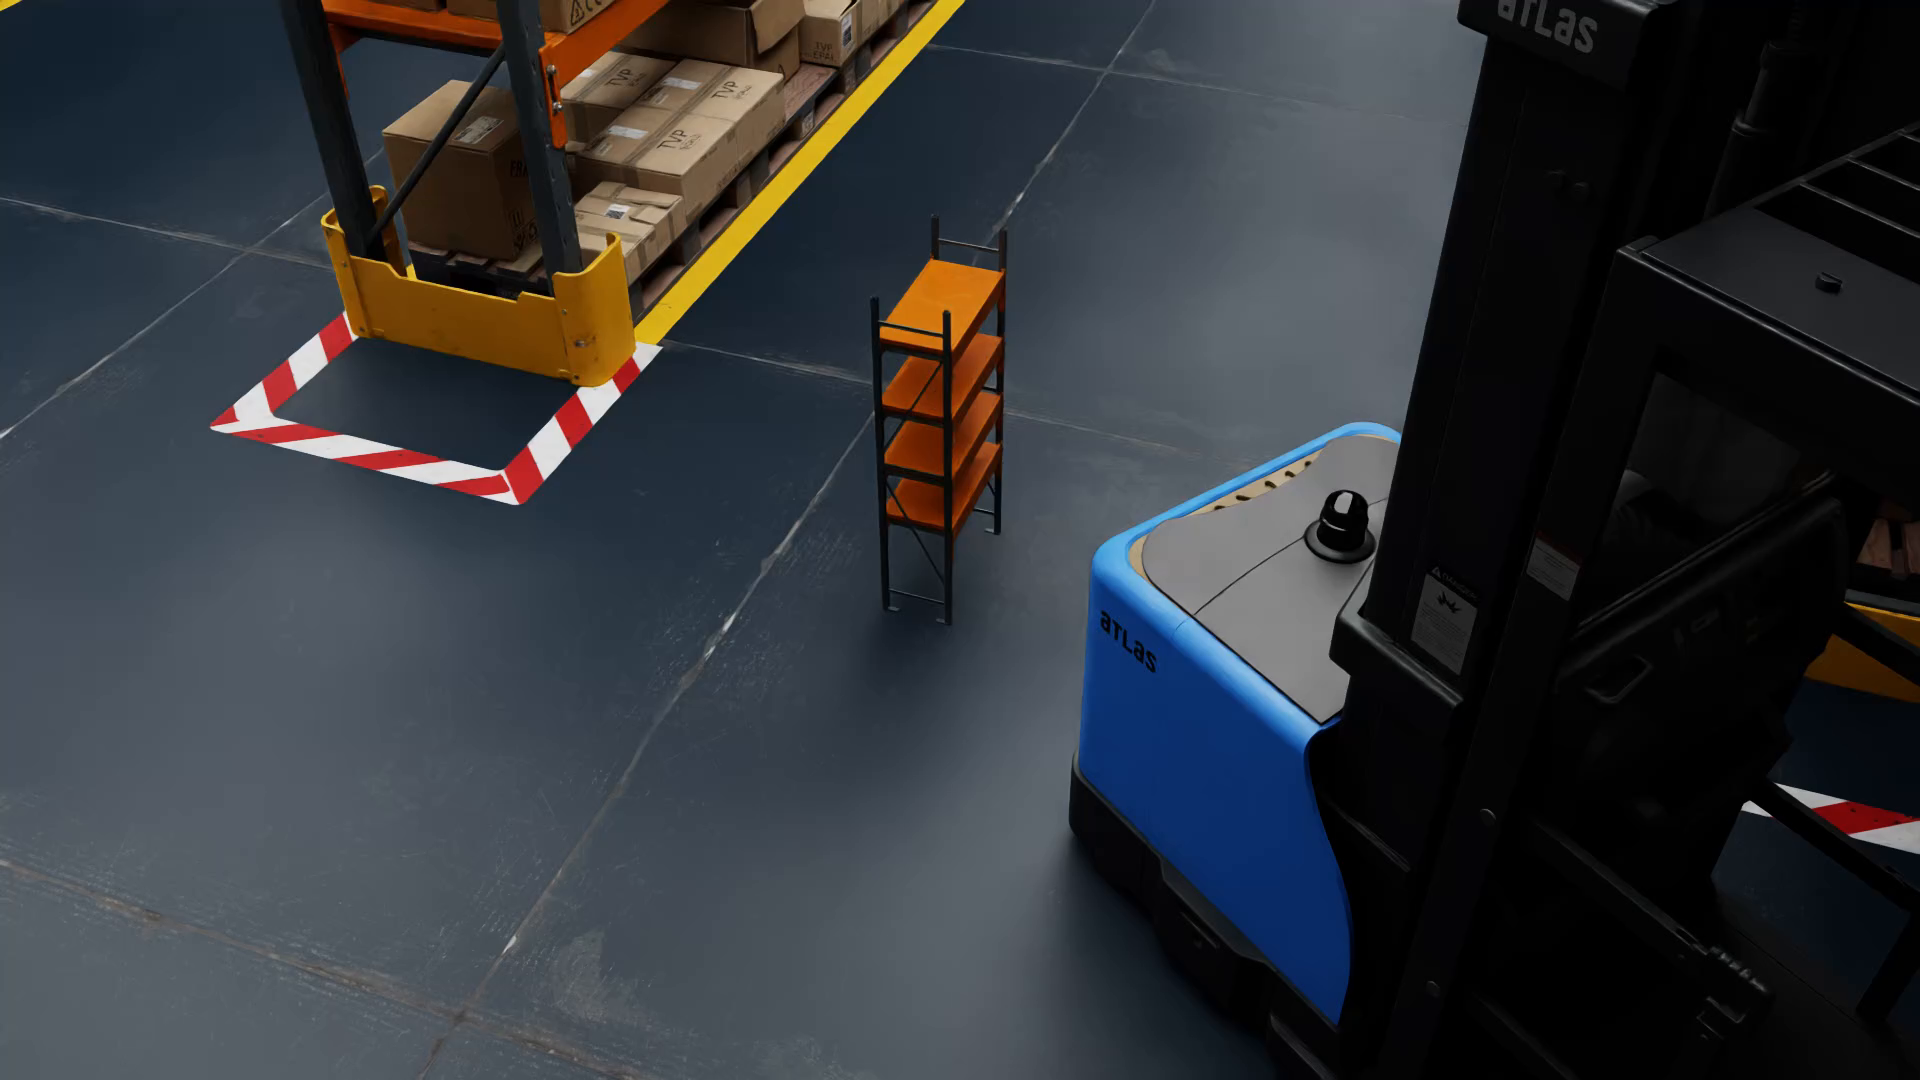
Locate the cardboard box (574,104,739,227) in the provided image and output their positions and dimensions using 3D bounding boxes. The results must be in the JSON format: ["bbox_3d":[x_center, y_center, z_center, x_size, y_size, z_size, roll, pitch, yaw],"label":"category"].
[{"bbox_3d":[-1.285,-1.603,7.097,0.500,0.250,0.500,13,42,15],"label":"cardboard box"}]

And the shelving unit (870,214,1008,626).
[{"bbox_3d":[-0.057,-0.355,5.242,0.258,1.200,0.503,13,42,15],"label":"shelving unit"}]

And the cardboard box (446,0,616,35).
[{"bbox_3d":[-1.509,-2.158,5.892,0.500,0.500,0.500,14,42,16],"label":"cardboard box"}]

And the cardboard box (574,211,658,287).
[{"bbox_3d":[-1.442,-1.170,6.668,0.380,0.149,0.250,13,42,15],"label":"cardboard box"}]

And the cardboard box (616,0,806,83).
[{"bbox_3d":[-1.178,-2.418,7.858,0.797,0.503,0.637,13,42,15],"label":"cardboard box"}]

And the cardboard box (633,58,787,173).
[{"bbox_3d":[-1.114,-1.908,7.455,0.500,0.250,0.500,13,42,15],"label":"cardboard box"}]

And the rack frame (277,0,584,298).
[{"bbox_3d":[-1.908,-1.908,5.675,1.000,3.000,0.127,13,42,15],"label":"rack frame"}]

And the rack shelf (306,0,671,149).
[{"bbox_3d":[-1.225,-2.854,7.339,1.077,0.370,4.000,13,42,15],"label":"rack shelf"}]

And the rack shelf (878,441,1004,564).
[{"bbox_3d":[-0.057,-0.153,5.415,0.258,0.148,0.480,13,42,15],"label":"rack shelf"}]

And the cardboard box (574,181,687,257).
[{"bbox_3d":[-1.357,-1.329,6.841,0.380,0.166,0.250,13,42,15],"label":"cardboard box"}]

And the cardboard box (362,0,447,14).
[{"bbox_3d":[-2.011,-2.280,6.034,0.500,0.500,0.500,15,43,16],"label":"cardboard box"}]

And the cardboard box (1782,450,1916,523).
[{"bbox_3d":[2.893,-0.469,5.591,0.700,0.500,0.500,13,42,15],"label":"cardboard box"}]

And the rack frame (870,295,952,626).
[{"bbox_3d":[-0.140,-0.207,5.068,0.240,1.200,0.015,13,42,15],"label":"rack frame"}]

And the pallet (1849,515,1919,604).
[{"bbox_3d":[2.948,-0.255,5.887,1.003,0.211,1.213,13,42,15],"label":"pallet"}]

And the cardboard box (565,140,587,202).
[{"bbox_3d":[-1.731,-1.611,7.171,0.380,0.166,0.250,13,42,15],"label":"cardboard box"}]

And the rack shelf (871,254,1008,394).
[{"bbox_3d":[-0.057,-0.654,4.987,0.258,0.148,0.480,13,42,15],"label":"rack shelf"}]

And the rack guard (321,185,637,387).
[{"bbox_3d":[-1.882,-1.004,6.541,1.175,0.500,0.348,13,42,15],"label":"rack guard"}]

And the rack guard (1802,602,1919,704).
[{"bbox_3d":[2.740,0.155,5.184,1.175,0.500,0.348,13,42,15],"label":"rack guard"}]

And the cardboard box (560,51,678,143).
[{"bbox_3d":[-1.601,-1.989,7.549,0.500,0.250,0.500,13,42,15],"label":"cardboard box"}]

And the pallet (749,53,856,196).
[{"bbox_3d":[-1.192,-2.122,8.074,1.003,0.211,1.213,13,42,15],"label":"pallet"}]

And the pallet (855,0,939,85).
[{"bbox_3d":[-0.776,-2.868,8.949,1.003,0.211,1.213,13,42,15],"label":"pallet"}]

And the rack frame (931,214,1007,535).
[{"bbox_3d":[0.027,-0.504,5.417,0.240,1.200,0.015,13,42,15],"label":"rack frame"}]

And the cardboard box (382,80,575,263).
[{"bbox_3d":[-1.954,-1.511,6.797,0.500,0.500,0.500,13,42,15],"label":"cardboard box"}]

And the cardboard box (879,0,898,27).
[{"bbox_3d":[-0.541,-2.778,8.553,0.380,0.149,0.250,13,42,15],"label":"cardboard box"}]

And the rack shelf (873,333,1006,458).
[{"bbox_3d":[-0.057,-0.474,5.141,0.258,0.148,0.480,13,42,15],"label":"rack shelf"}]

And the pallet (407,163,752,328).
[{"bbox_3d":[-1.611,-1.380,7.205,1.003,0.211,1.213,13,42,15],"label":"pallet"}]

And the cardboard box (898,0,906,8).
[{"bbox_3d":[-0.469,-3.154,8.722,0.500,0.500,0.500,13,42,15],"label":"cardboard box"}]

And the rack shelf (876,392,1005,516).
[{"bbox_3d":[-0.057,-0.304,5.286,0.258,0.148,0.480,13,42,15],"label":"rack shelf"}]

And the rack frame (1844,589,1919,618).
[{"bbox_3d":[2.748,-0.811,4.389,1.000,3.000,0.127,13,42,15],"label":"rack frame"}]

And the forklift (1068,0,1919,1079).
[{"bbox_3d":[1.570,0.319,3.118,1.130,2.935,3.031,-25,46,-26],"label":"forklift"}]

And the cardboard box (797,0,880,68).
[{"bbox_3d":[-0.725,-2.624,8.248,0.500,0.311,0.500,13,42,15],"label":"cardboard box"}]
